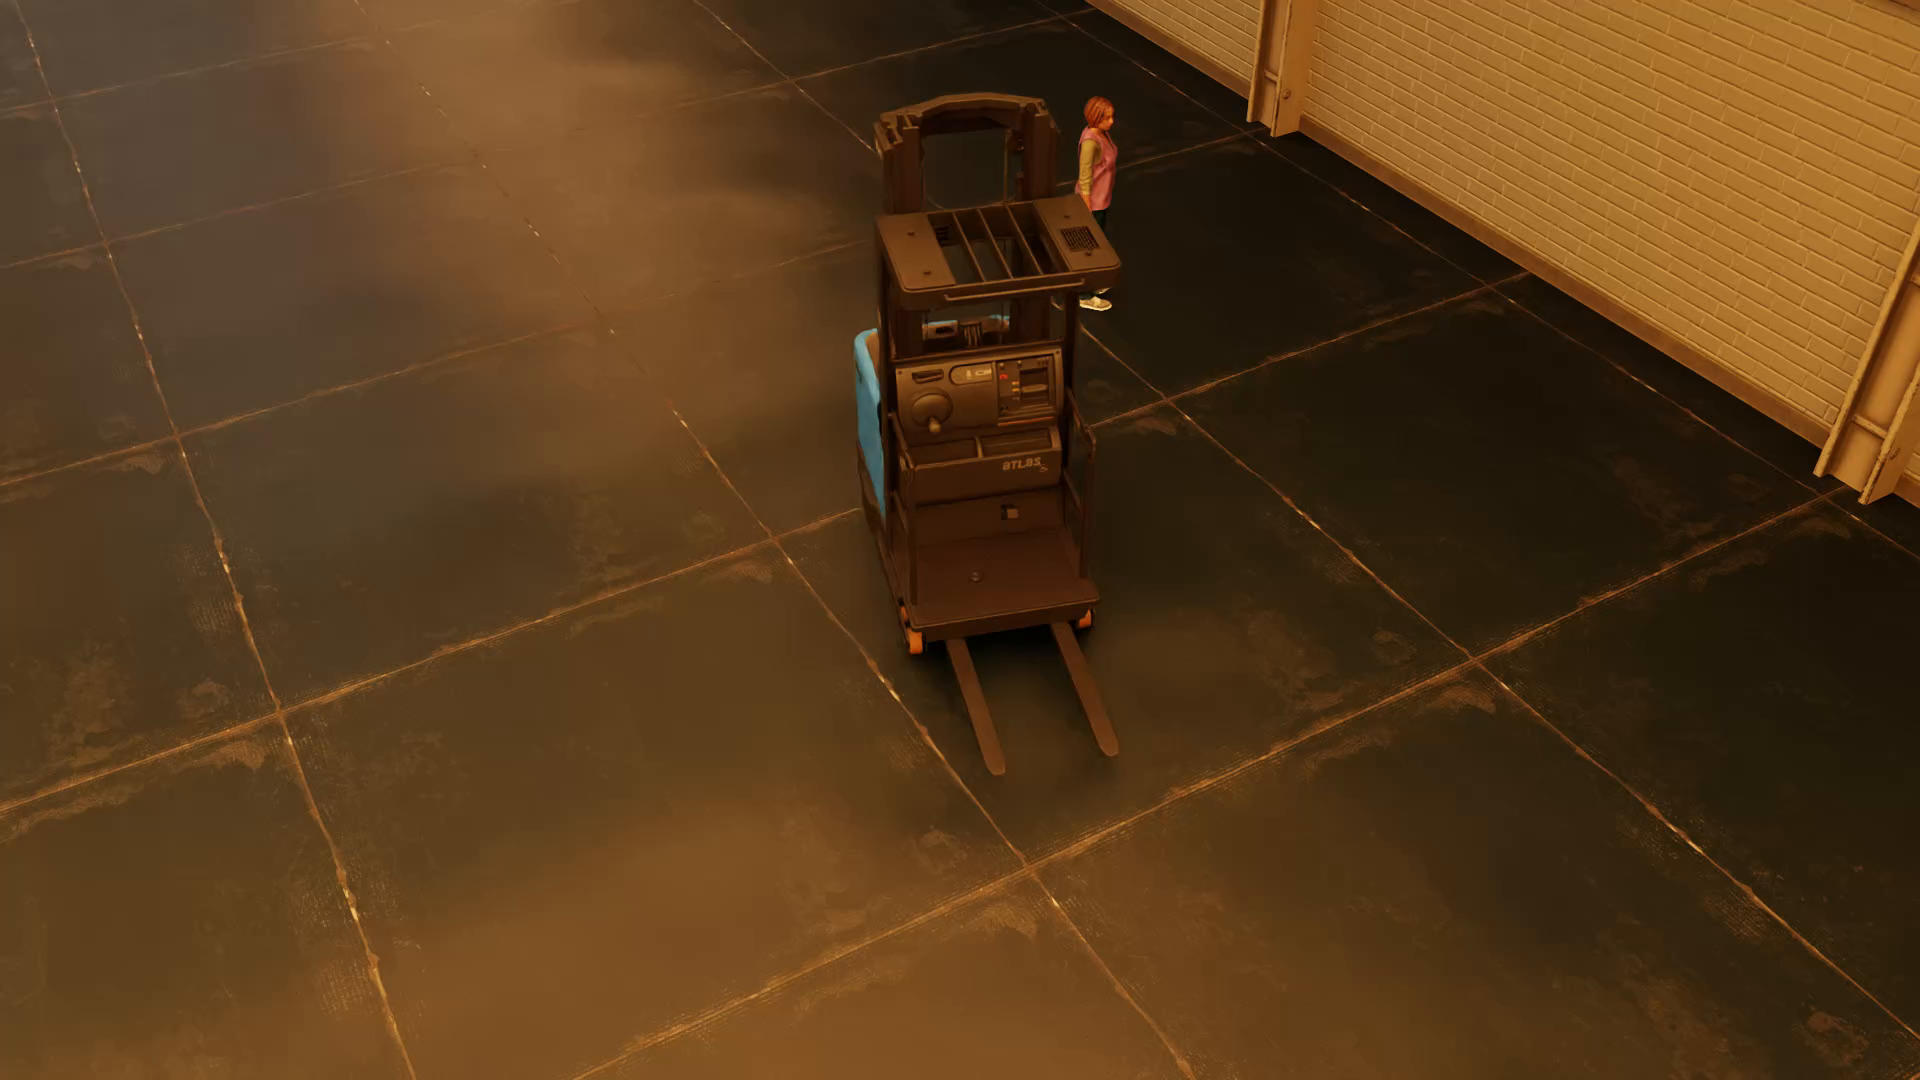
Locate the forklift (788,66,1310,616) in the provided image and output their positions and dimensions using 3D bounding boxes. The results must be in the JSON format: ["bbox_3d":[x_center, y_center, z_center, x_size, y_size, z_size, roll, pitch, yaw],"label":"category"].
[{"bbox_3d":[0.572,-1.058,9.312,3.031,2.935,1.130,8,40,10],"label":"forklift"}]

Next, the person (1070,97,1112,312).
[{"bbox_3d":[0.965,-2.444,12.027,0.326,1.602,0.409,6,40,7],"label":"person"}]
